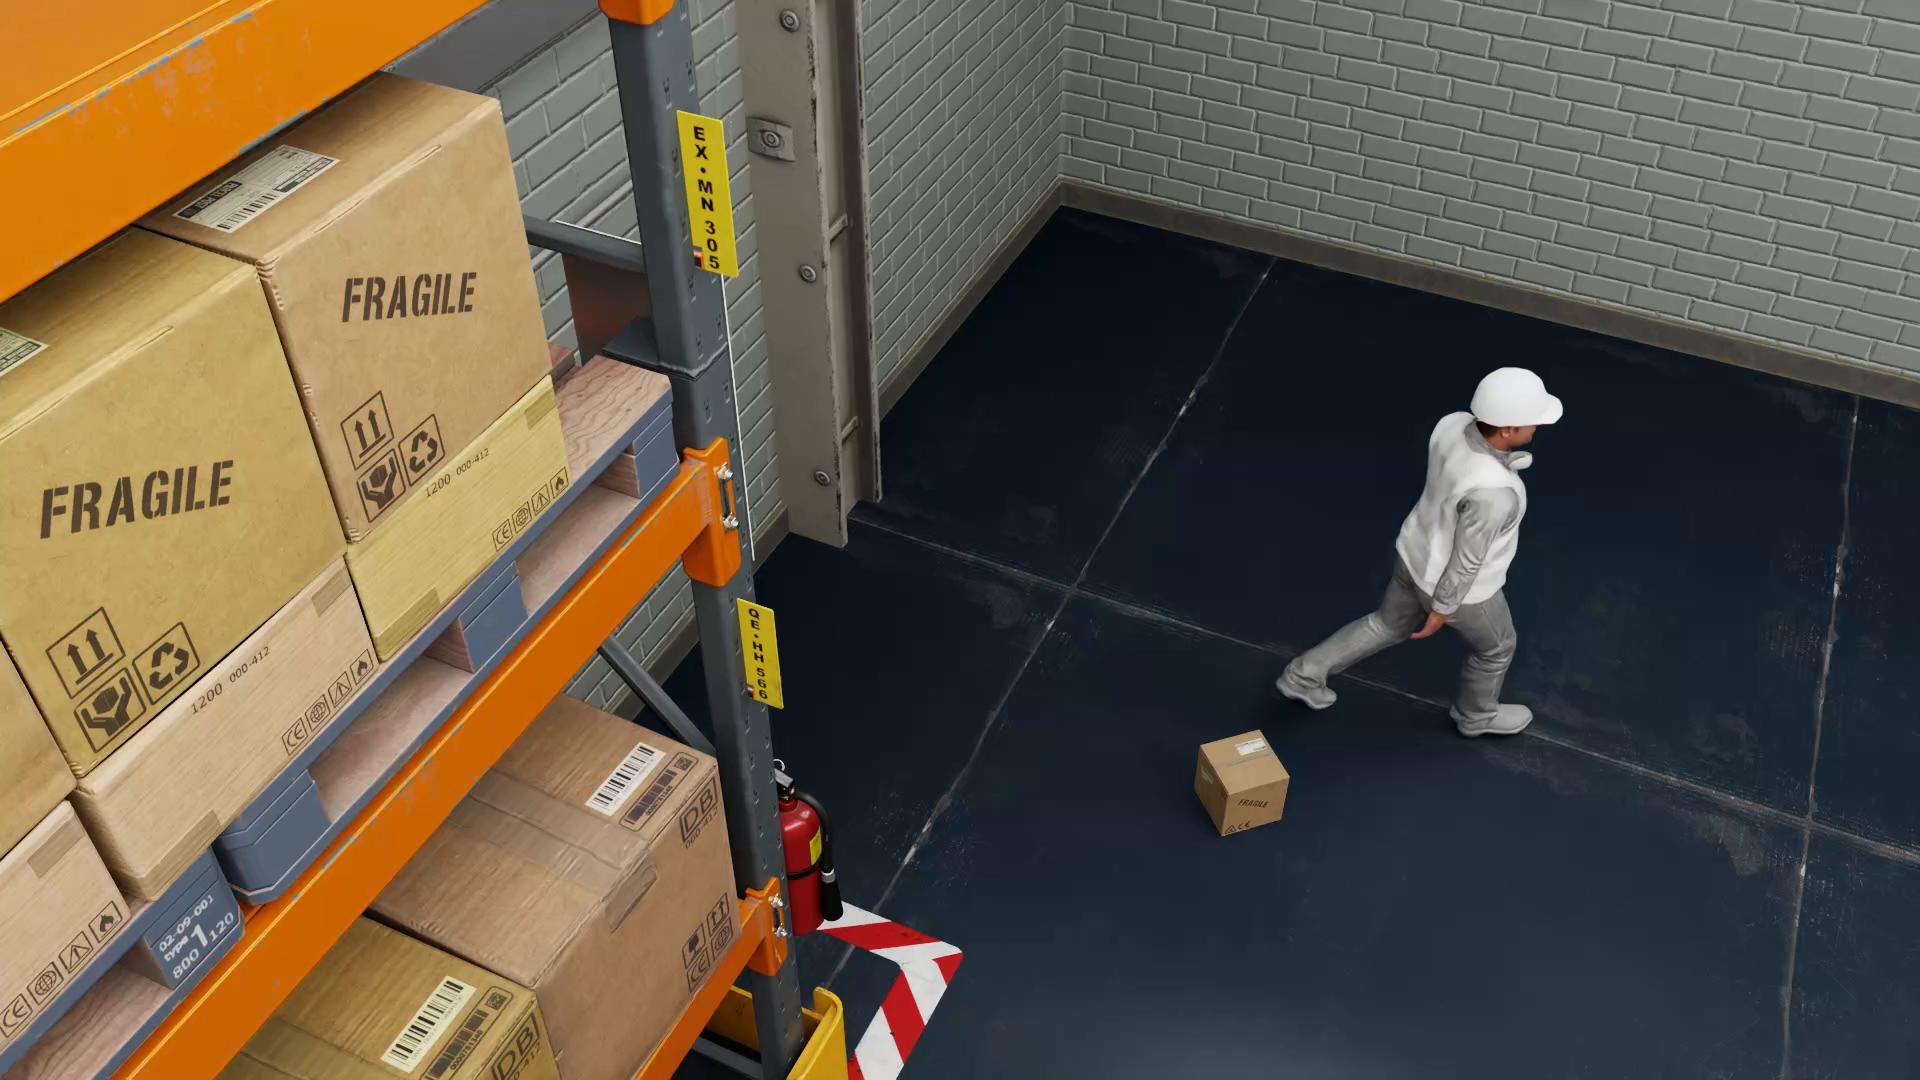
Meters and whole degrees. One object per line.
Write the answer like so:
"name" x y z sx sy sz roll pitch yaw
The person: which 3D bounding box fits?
"person" 1.749 0.083 6.044 1.012 1.730 0.542 -7 42 -7
